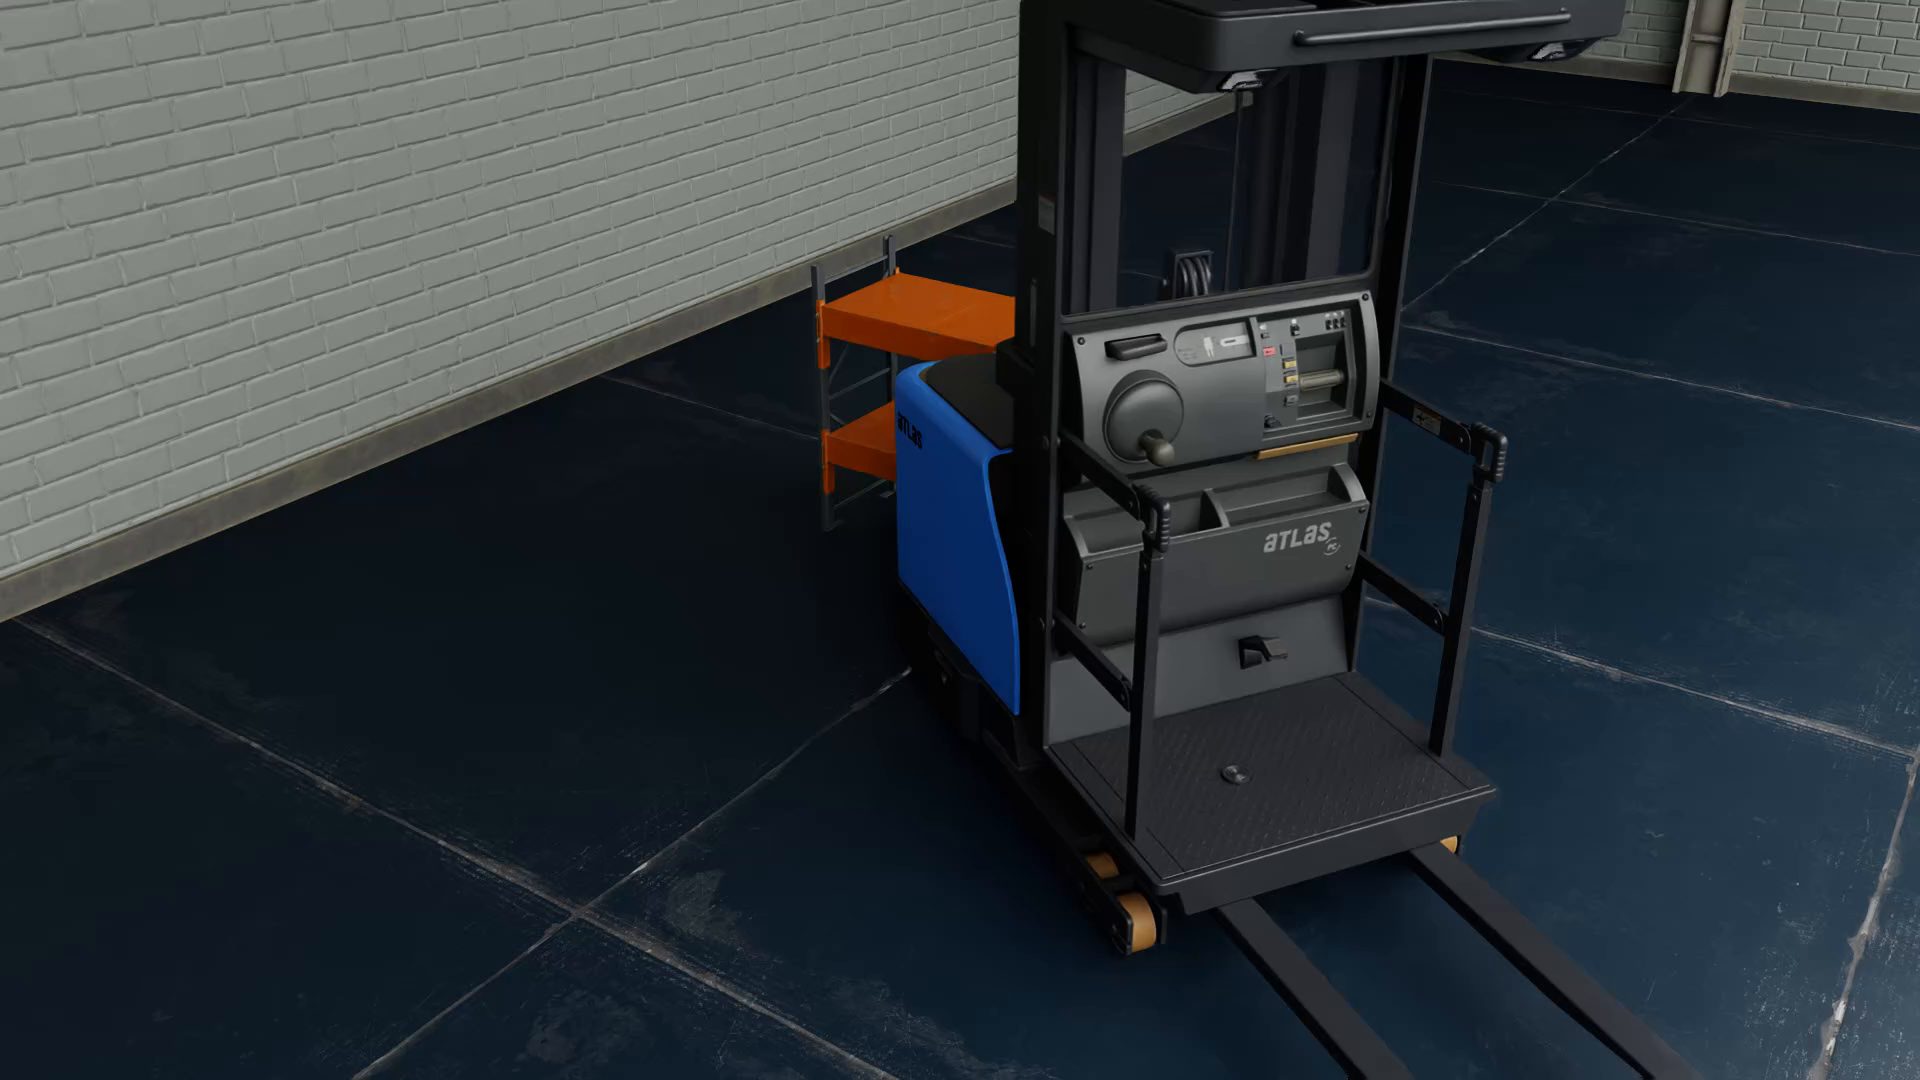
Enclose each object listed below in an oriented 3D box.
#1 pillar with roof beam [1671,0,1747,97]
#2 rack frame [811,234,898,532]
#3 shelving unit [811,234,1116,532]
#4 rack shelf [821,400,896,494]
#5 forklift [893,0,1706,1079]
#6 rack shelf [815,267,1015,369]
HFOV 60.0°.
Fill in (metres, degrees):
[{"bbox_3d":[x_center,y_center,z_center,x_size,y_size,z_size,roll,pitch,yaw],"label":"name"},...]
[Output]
[{"bbox_3d":[3.952,-6.277,9.163,0.400,9.000,9.100,17,32,30],"label":"pillar with roof beam"},{"bbox_3d":[-0.413,-0.630,6.748,0.032,1.125,0.500,17,32,30],"label":"rack frame"},{"bbox_3d":[0.006,-0.500,6.491,1.048,1.125,0.538,17,32,30],"label":"shelving unit"},{"bbox_3d":[0.006,-0.282,6.602,1.000,0.278,0.538,17,32,30],"label":"rack shelf"},{"bbox_3d":[0.814,-0.401,4.306,1.130,2.935,3.031,-11,29,-21],"label":"forklift"},{"bbox_3d":[0.006,-0.760,6.359,1.000,0.278,0.538,17,32,30],"label":"rack shelf"}]
